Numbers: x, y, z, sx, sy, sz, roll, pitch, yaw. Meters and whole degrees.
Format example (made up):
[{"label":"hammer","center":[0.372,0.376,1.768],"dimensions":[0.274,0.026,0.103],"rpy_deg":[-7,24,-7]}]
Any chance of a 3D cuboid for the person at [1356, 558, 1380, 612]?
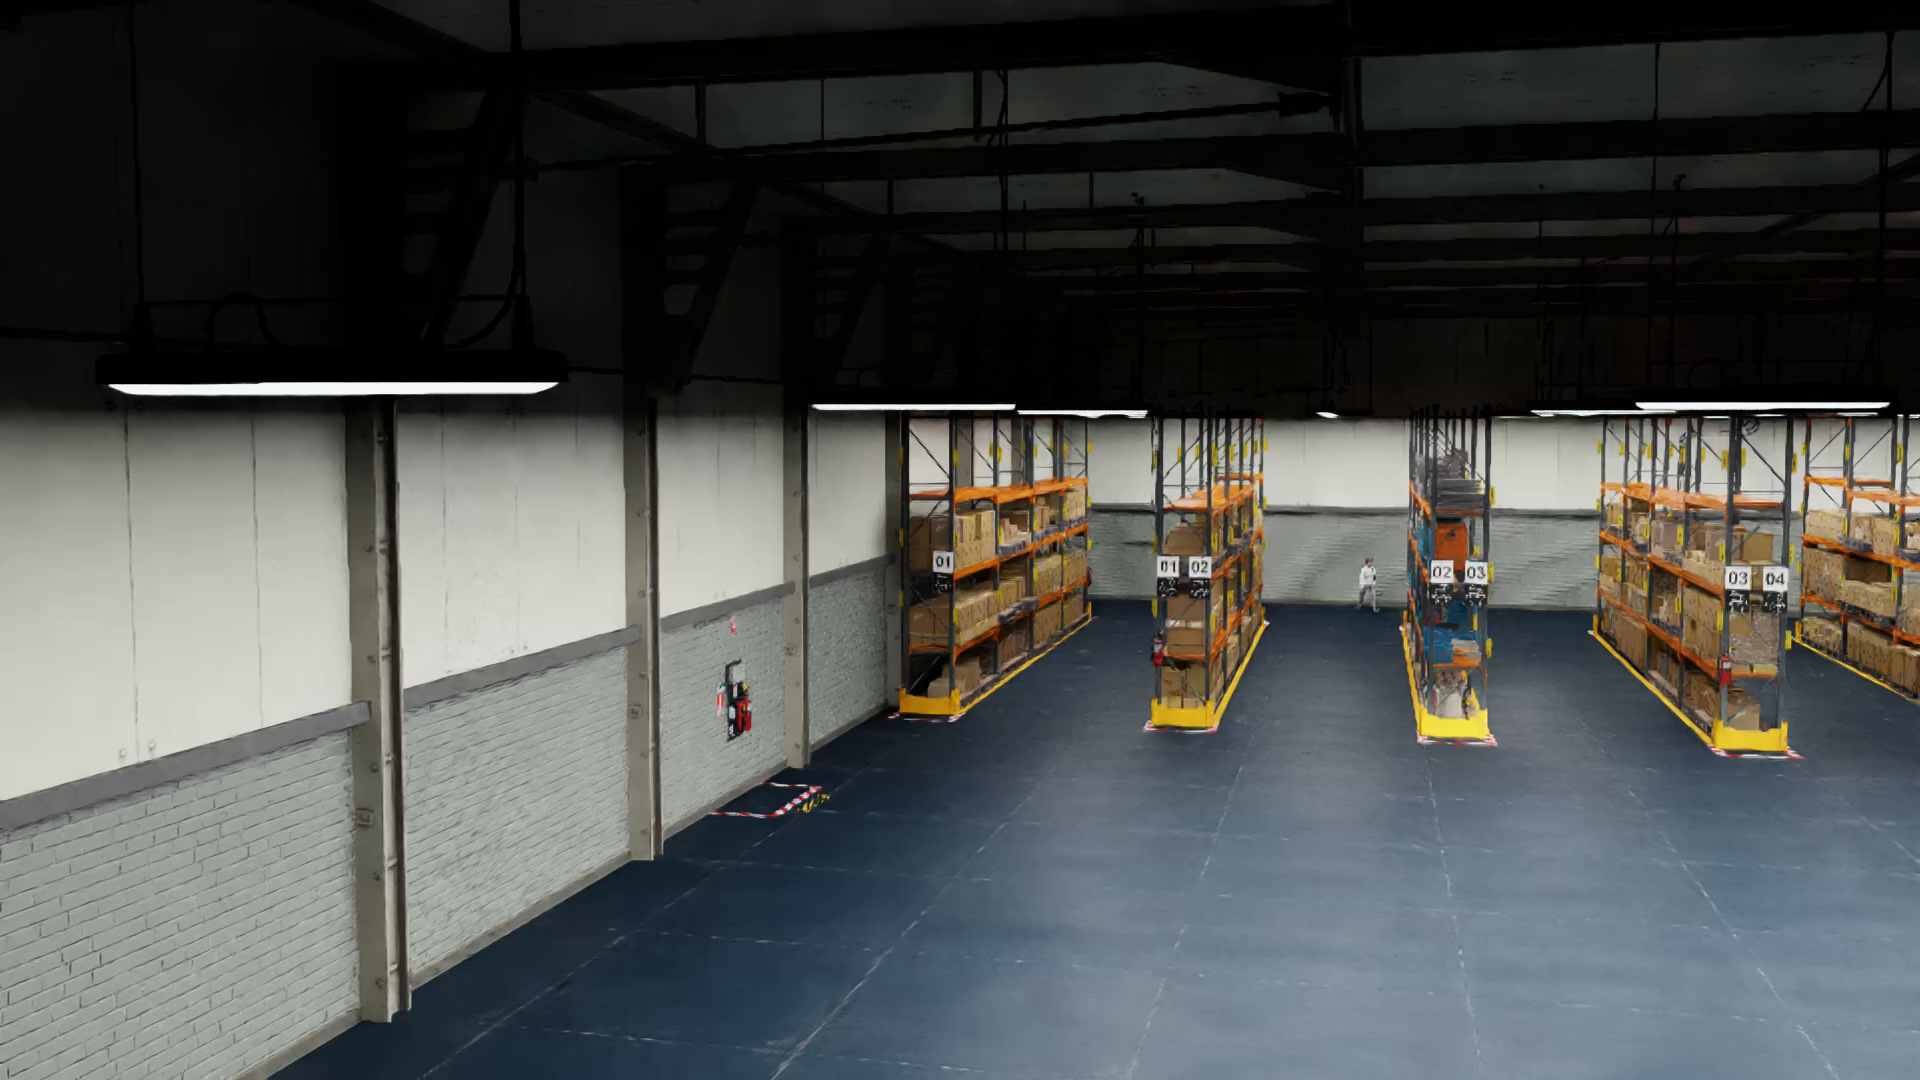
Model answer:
[{"label":"person","center":[12.263,1.327,50.006],"dimensions":[0.530,1.625,0.933],"rpy_deg":[-1,4,-9]}]
